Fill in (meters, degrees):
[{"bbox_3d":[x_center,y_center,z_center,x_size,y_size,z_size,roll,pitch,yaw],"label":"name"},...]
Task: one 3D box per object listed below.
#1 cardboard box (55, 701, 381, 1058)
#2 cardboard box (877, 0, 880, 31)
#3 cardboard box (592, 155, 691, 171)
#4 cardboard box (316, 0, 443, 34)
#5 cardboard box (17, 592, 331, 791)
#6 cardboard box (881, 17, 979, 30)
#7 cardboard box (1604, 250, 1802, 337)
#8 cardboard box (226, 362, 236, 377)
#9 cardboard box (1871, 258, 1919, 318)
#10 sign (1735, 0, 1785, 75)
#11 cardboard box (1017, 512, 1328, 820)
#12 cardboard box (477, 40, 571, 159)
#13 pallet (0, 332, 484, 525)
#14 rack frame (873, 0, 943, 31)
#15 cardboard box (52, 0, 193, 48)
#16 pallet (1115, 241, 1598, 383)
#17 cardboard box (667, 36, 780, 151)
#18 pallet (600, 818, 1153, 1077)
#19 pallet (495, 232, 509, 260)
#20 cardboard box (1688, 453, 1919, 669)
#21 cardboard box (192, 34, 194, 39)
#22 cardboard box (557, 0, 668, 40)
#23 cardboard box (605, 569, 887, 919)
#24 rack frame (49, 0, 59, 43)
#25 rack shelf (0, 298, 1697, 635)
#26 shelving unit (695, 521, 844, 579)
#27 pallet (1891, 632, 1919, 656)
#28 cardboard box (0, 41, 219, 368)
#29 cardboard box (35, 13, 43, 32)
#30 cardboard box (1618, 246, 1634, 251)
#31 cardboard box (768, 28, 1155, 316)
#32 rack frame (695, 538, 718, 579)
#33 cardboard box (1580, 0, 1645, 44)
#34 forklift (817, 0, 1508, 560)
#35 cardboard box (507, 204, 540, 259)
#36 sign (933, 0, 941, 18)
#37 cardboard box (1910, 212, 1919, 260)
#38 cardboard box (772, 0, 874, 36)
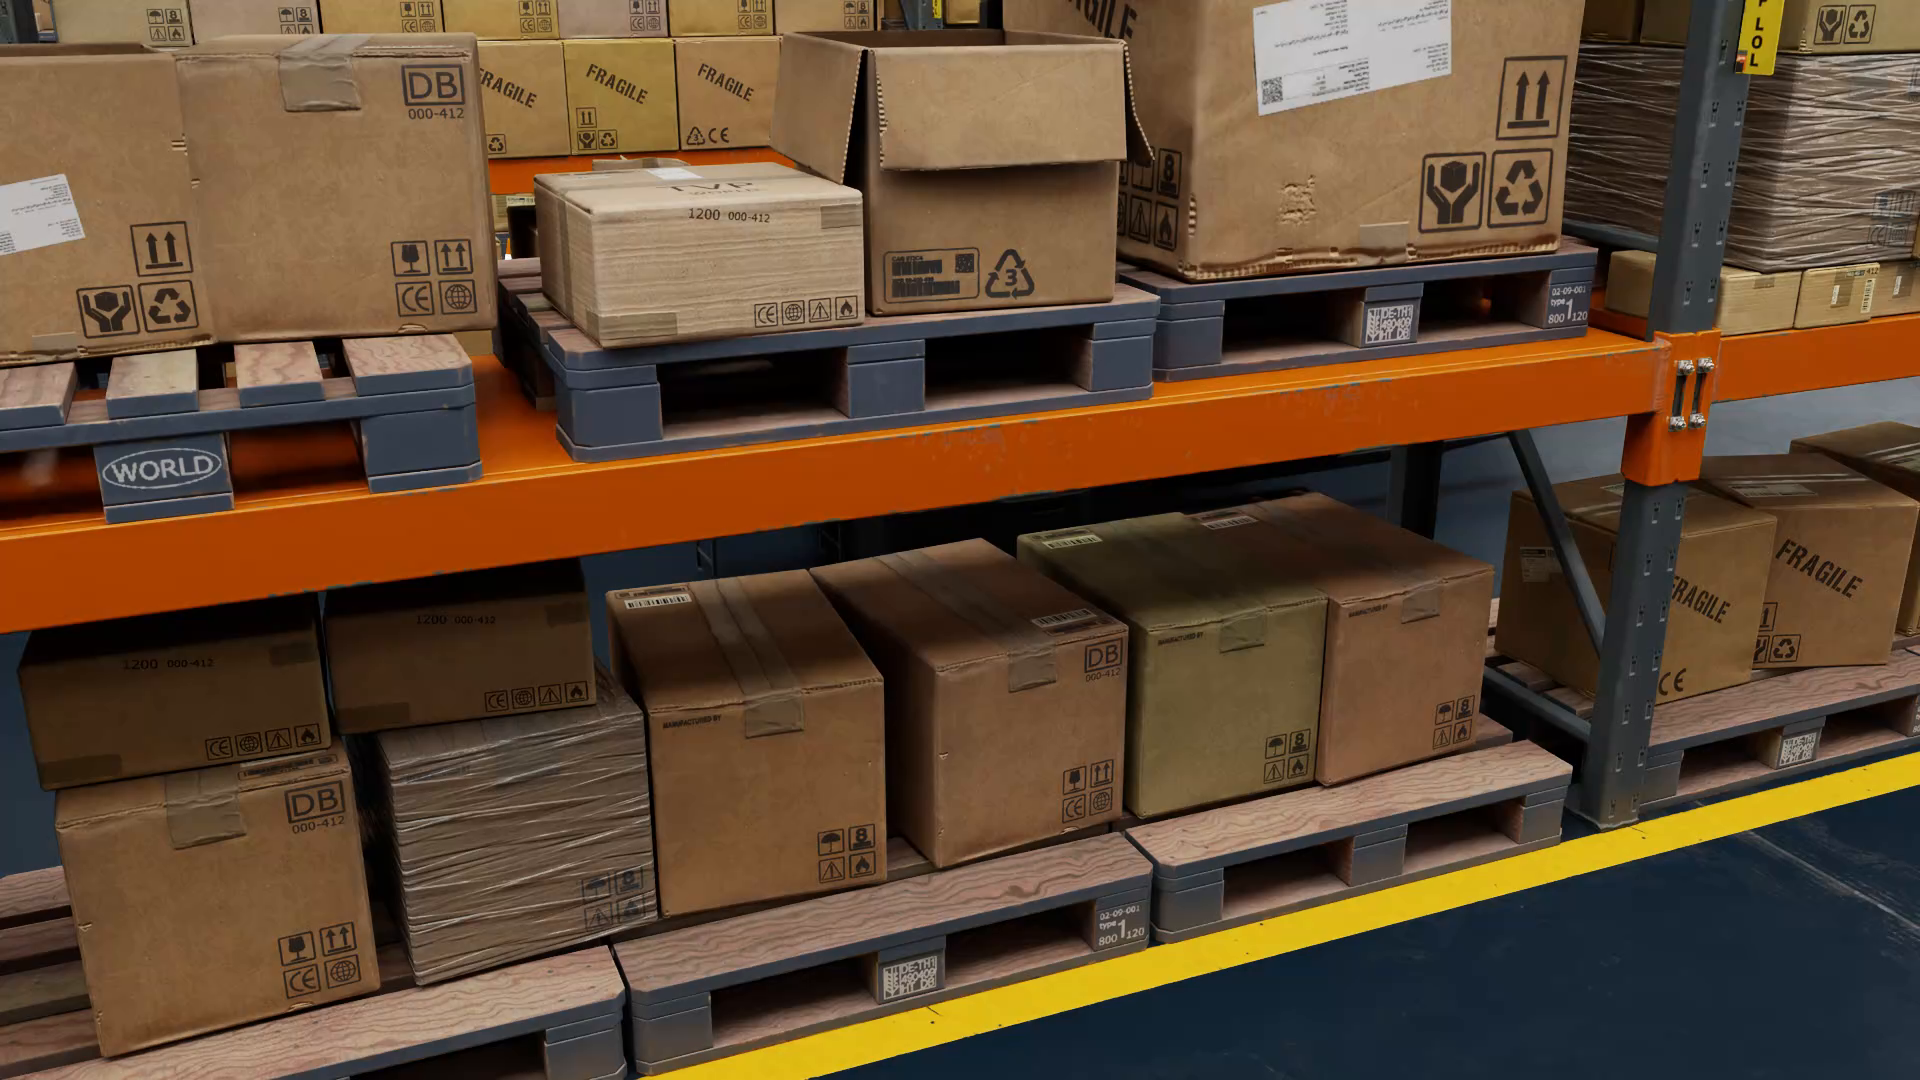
[{"bbox_3d":[-1.530,0.595,3.417,0.500,0.500,0.700,-9,21,-25],"label":"cardboard box"},{"bbox_3d":[-0.958,-4.126,13.126,0.500,0.500,0.500,-8,21,-22],"label":"cardboard box"},{"bbox_3d":[-0.713,-0.719,3.617,0.258,0.266,0.396,-9,21,-23],"label":"cardboard box"},{"bbox_3d":[-2.659,-2.518,7.501,0.500,0.500,0.700,-8,21,-23],"label":"cardboard box"},{"bbox_3d":[-1.534,0.238,3.301,0.500,0.250,0.500,-7,21,-20],"label":"cardboard box"},{"bbox_3d":[-0.003,-2.457,8.758,0.550,0.550,0.875,-8,21,-22],"label":"cardboard box"},{"bbox_3d":[1.852,-0.627,4.163,0.250,0.149,0.380,-8,21,-22],"label":"cardboard box"},{"bbox_3d":[-3.415,-0.998,7.594,0.750,0.750,1.050,-8,21,-23],"label":"cardboard box"},{"bbox_3d":[2.305,-0.697,4.363,0.250,0.149,0.380,-8,21,-22],"label":"cardboard box"},{"bbox_3d":[1.758,-1.186,3.630,0.005,0.325,0.100,-8,21,-22],"label":"sign"},{"bbox_3d":[0.517,0.294,4.271,0.500,0.500,0.700,-8,21,-22],"label":"cardboard box"},{"bbox_3d":[-2.103,-2.031,7.623,0.500,0.500,0.500,-8,21,-22],"label":"cardboard box"},{"bbox_3d":[-1.525,-0.318,3.198,1.003,0.211,1.213,-8,21,-22],"label":"pallet"},{"bbox_3d":[-0.337,-2.334,8.635,0.127,3.000,1.000,-8,21,-22],"label":"rack frame"},{"bbox_3d":[-3.593,-2.383,7.117,0.500,0.500,0.700,-8,21,-22],"label":"cardboard box"},{"bbox_3d":[0.776,-0.662,4.174,1.213,0.211,1.003,-8,21,-22],"label":"pallet"},{"bbox_3d":[-1.174,-2.165,8.003,0.500,0.500,0.500,-8,21,-23],"label":"cardboard box"},{"bbox_3d":[-0.301,0.771,4.013,1.213,0.211,1.003,-8,21,-22],"label":"pallet"},{"bbox_3d":[-3.104,-2.412,13.056,1.213,0.211,1.003,-8,21,-22],"label":"pallet"},{"bbox_3d":[2.441,0.054,4.982,0.500,0.500,0.500,-2,19,-5],"label":"cardboard box"},{"bbox_3d":[-5.149,-3.419,11.461,0.250,0.149,0.380,-10,22,-25],"label":"cardboard box"},{"bbox_3d":[-1.726,-2.651,7.880,0.500,0.500,0.700,-8,21,-21],"label":"cardboard box"},{"bbox_3d":[-0.508,0.441,3.853,0.500,0.500,0.700,-6,20,-17],"label":"cardboard box"},{"bbox_3d":[-6.063,-3.304,11.390,0.127,3.000,1.000,-8,21,-22],"label":"rack frame"},{"bbox_3d":[-0.301,-0.206,3.674,4.000,0.370,1.077,-8,21,-22],"label":"rack shelf"},{"bbox_3d":[-0.709,-0.458,6.017,0.503,1.200,0.258,-9,21,-23],"label":"shelving unit"},{"bbox_3d":[3.260,0.246,5.506,1.213,0.211,1.003,-8,21,-22],"label":"pallet"},{"bbox_3d":[-1.658,-0.611,2.957,0.500,0.500,0.500,-11,22,-29],"label":"cardboard box"},{"bbox_3d":[-8.484,-4.694,15.082,0.250,0.149,0.380,-8,21,-21],"label":"cardboard box"},{"bbox_3d":[1.849,-0.838,4.763,0.250,0.149,0.380,-8,21,-22],"label":"cardboard box"},{"bbox_3d":[-0.020,-0.799,3.487,0.637,0.503,0.797,-6,20,-16],"label":"cardboard box"},{"bbox_3d":[-0.931,-0.425,5.922,0.015,1.200,0.240,-9,21,-23],"label":"rack frame"},{"bbox_3d":[1.839,-1.611,4.476,0.500,0.500,0.500,-8,21,-22],"label":"cardboard box"},{"bbox_3d":[0.884,-1.535,6.467,3.031,2.935,1.130,-9,21,-23],"label":"forklift"},{"bbox_3d":[-1.758,-1.236,8.272,0.750,0.750,1.050,-8,21,-22],"label":"cardboard box"},{"bbox_3d":[-0.113,-2.679,7.990,0.005,0.325,0.100,-8,21,-22],"label":"sign"},{"bbox_3d":[2.446,-1.091,4.507,0.500,0.500,0.875,-8,21,-22],"label":"cardboard box"},{"bbox_3d":[-0.790,-2.786,8.262,0.500,0.500,0.700,-9,21,-23],"label":"cardboard box"}]
